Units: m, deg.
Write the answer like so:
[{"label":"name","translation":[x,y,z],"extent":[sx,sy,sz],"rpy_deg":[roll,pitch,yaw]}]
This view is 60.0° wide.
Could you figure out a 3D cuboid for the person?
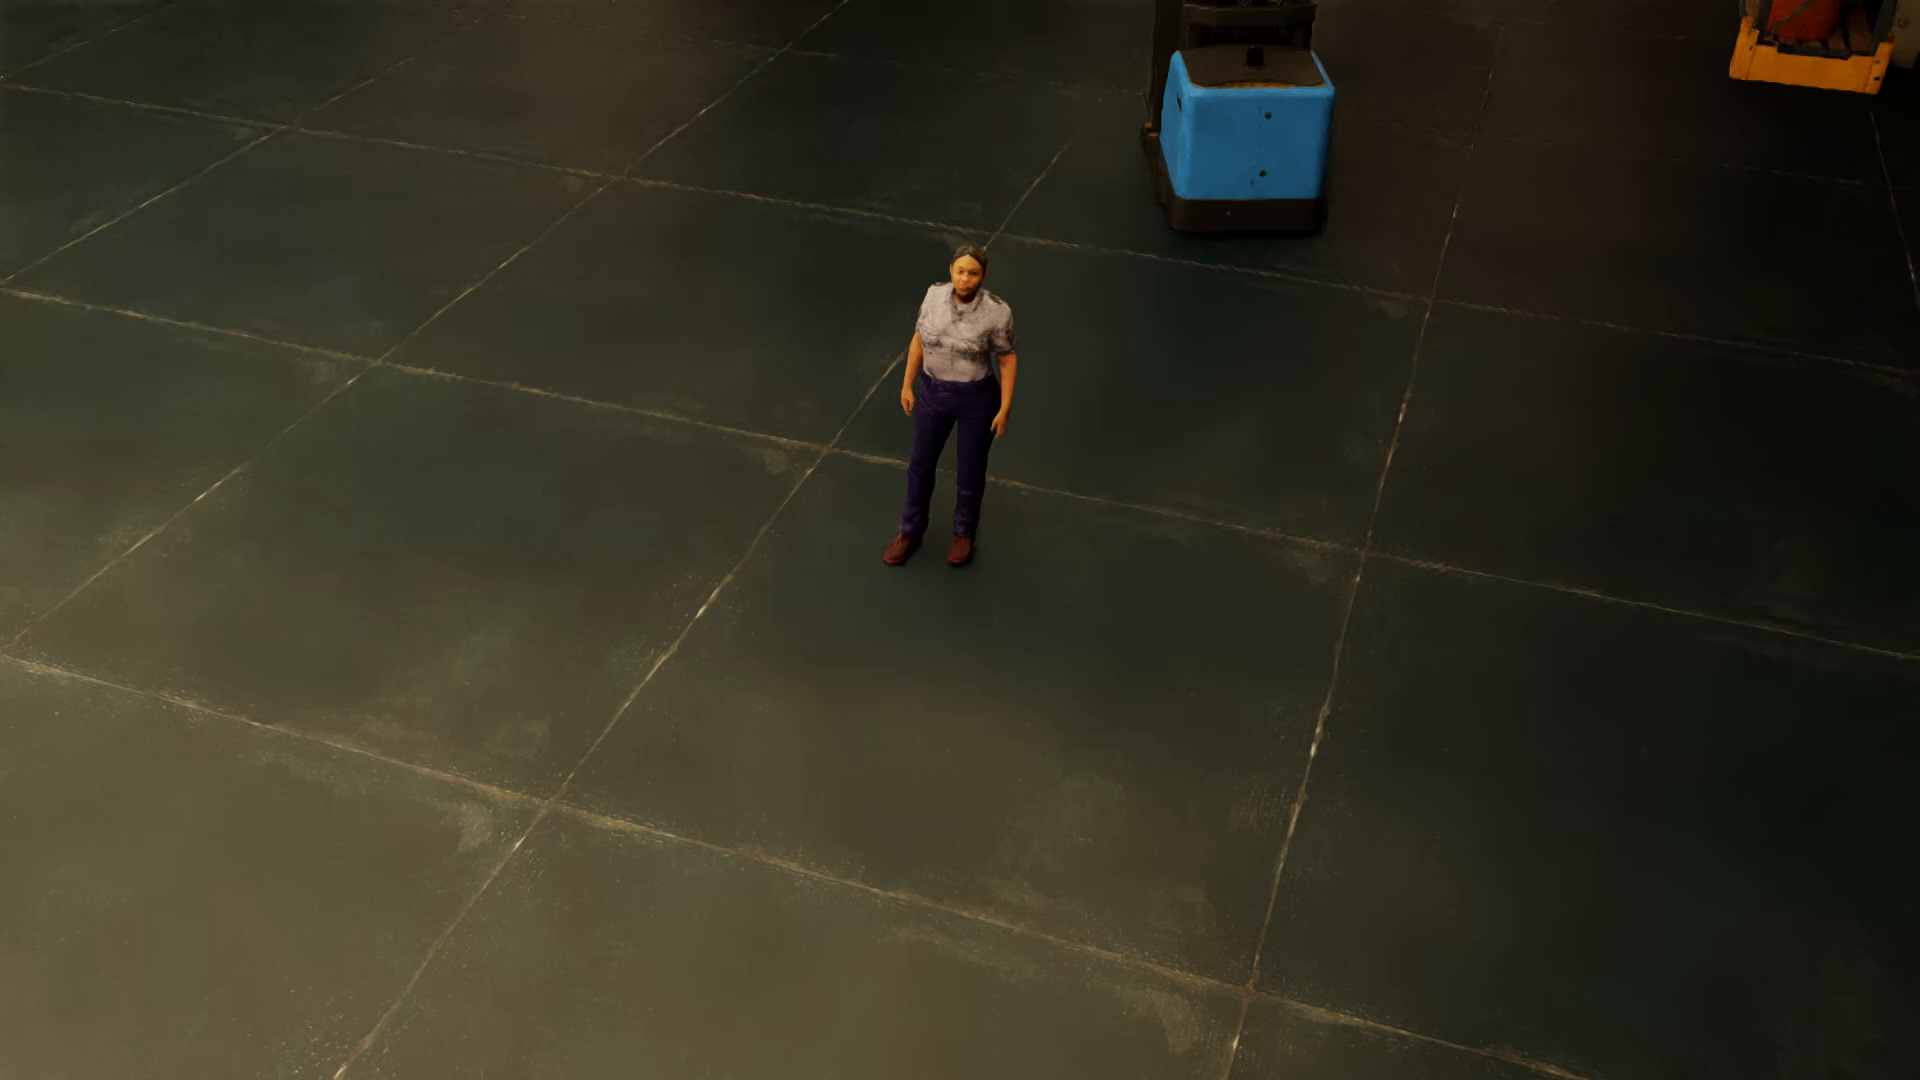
[{"label":"person","translation":[-0.051,-0.633,8.101],"extent":[0.599,1.650,0.502],"rpy_deg":[12,37,16]}]

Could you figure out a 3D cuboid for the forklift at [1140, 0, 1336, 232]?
[{"label":"forklift","translation":[1.982,-4.155,11.971],"extent":[1.130,2.935,3.031],"rpy_deg":[0,35,0]}]
